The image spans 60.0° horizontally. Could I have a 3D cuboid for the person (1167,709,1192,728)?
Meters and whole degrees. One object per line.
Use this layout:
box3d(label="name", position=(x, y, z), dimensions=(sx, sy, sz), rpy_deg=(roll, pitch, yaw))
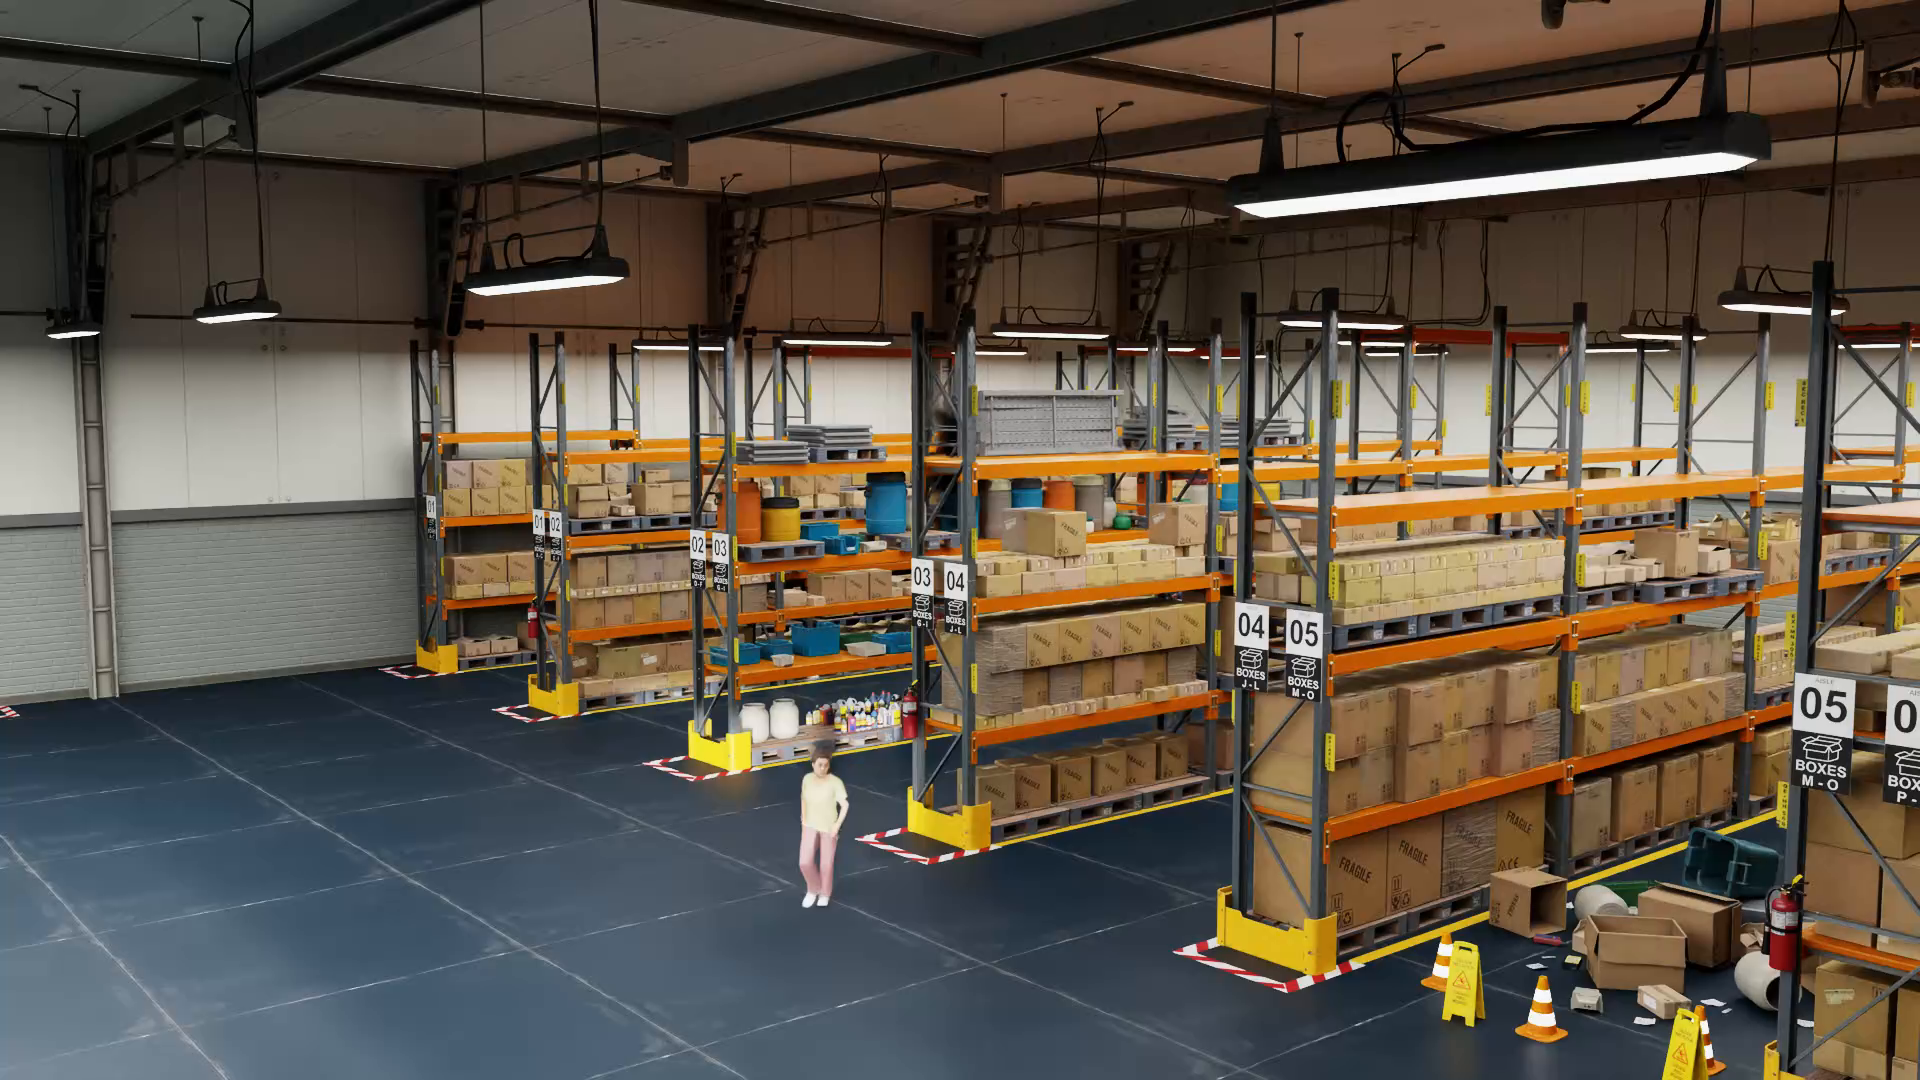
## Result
box3d(label="person", position=(3.061, 1.825, 23.776), dimensions=(0.650, 1.794, 0.630), rpy_deg=(-5, 7, -44))

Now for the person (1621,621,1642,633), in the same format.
box3d(label="person", position=(10.206, 1.976, 25.397), dimensions=(0.566, 1.717, 0.685), rpy_deg=(5, 7, 43))

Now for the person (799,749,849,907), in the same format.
box3d(label="person", position=(-1.346, 2.839, 16.294), dimensions=(0.552, 1.620, 0.740), rpy_deg=(1, 5, 7))
